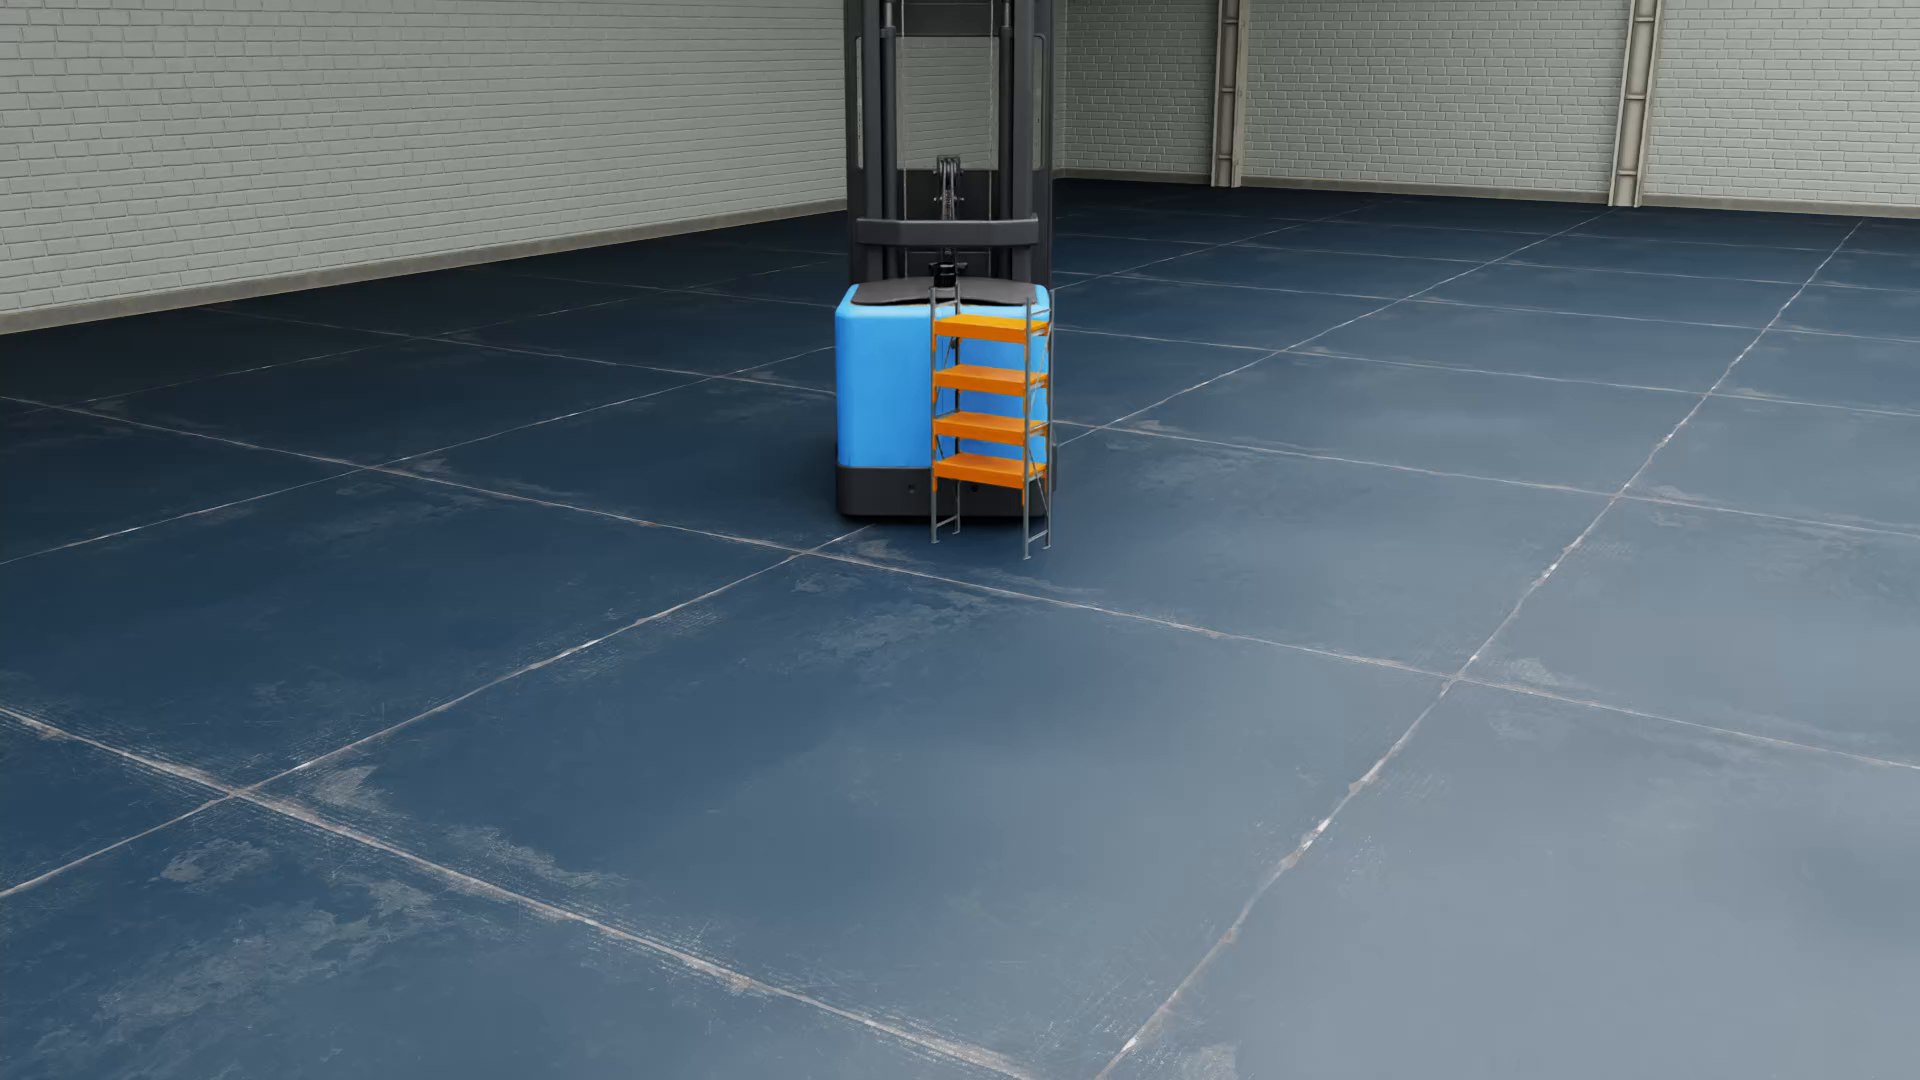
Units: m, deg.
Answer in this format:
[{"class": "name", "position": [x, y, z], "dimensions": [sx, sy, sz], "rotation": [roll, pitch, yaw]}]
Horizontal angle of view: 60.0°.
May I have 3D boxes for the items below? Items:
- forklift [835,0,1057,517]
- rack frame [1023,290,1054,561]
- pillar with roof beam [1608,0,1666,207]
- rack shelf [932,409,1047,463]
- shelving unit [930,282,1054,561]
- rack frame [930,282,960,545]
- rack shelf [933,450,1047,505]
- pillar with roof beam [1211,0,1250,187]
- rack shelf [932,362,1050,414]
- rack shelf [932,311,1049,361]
[{"class": "forklift", "position": [-0.049, -1.889, 9.055], "dimensions": [1.130, 2.935, 3.031], "rotation": [0, 17, 1]}, {"class": "rack frame", "position": [0.354, -0.511, 7.496], "dimensions": [0.015, 1.200, 0.240], "rotation": [10, 19, 29]}, {"class": "pillar with roof beam", "position": [7.073, -7.933, 18.513], "dimensions": [0.400, 9.000, 9.100], "rotation": [10, 20, 30]}, {"class": "rack shelf", "position": [0.143, -0.482, 7.634], "dimensions": [0.480, 0.148, 0.258], "rotation": [10, 19, 29]}, {"class": "shelving unit", "position": [0.143, -0.547, 7.614], "dimensions": [0.503, 1.200, 0.258], "rotation": [10, 19, 29]}, {"class": "rack frame", "position": [-0.067, -0.582, 7.732], "dimensions": [0.015, 1.200, 0.240], "rotation": [10, 19, 29]}, {"class": "rack shelf", "position": [0.143, -0.292, 7.691], "dimensions": [0.480, 0.148, 0.258], "rotation": [10, 19, 29]}, {"class": "pillar with roof beam", "position": [1.961, -8.845, 21.517], "dimensions": [0.400, 9.000, 9.100], "rotation": [10, 20, 30]}, {"class": "rack shelf", "position": [0.143, -0.696, 7.569], "dimensions": [0.480, 0.148, 0.258], "rotation": [10, 19, 29]}, {"class": "rack shelf", "position": [0.144, -0.923, 7.501], "dimensions": [0.480, 0.148, 0.258], "rotation": [10, 19, 29]}]
